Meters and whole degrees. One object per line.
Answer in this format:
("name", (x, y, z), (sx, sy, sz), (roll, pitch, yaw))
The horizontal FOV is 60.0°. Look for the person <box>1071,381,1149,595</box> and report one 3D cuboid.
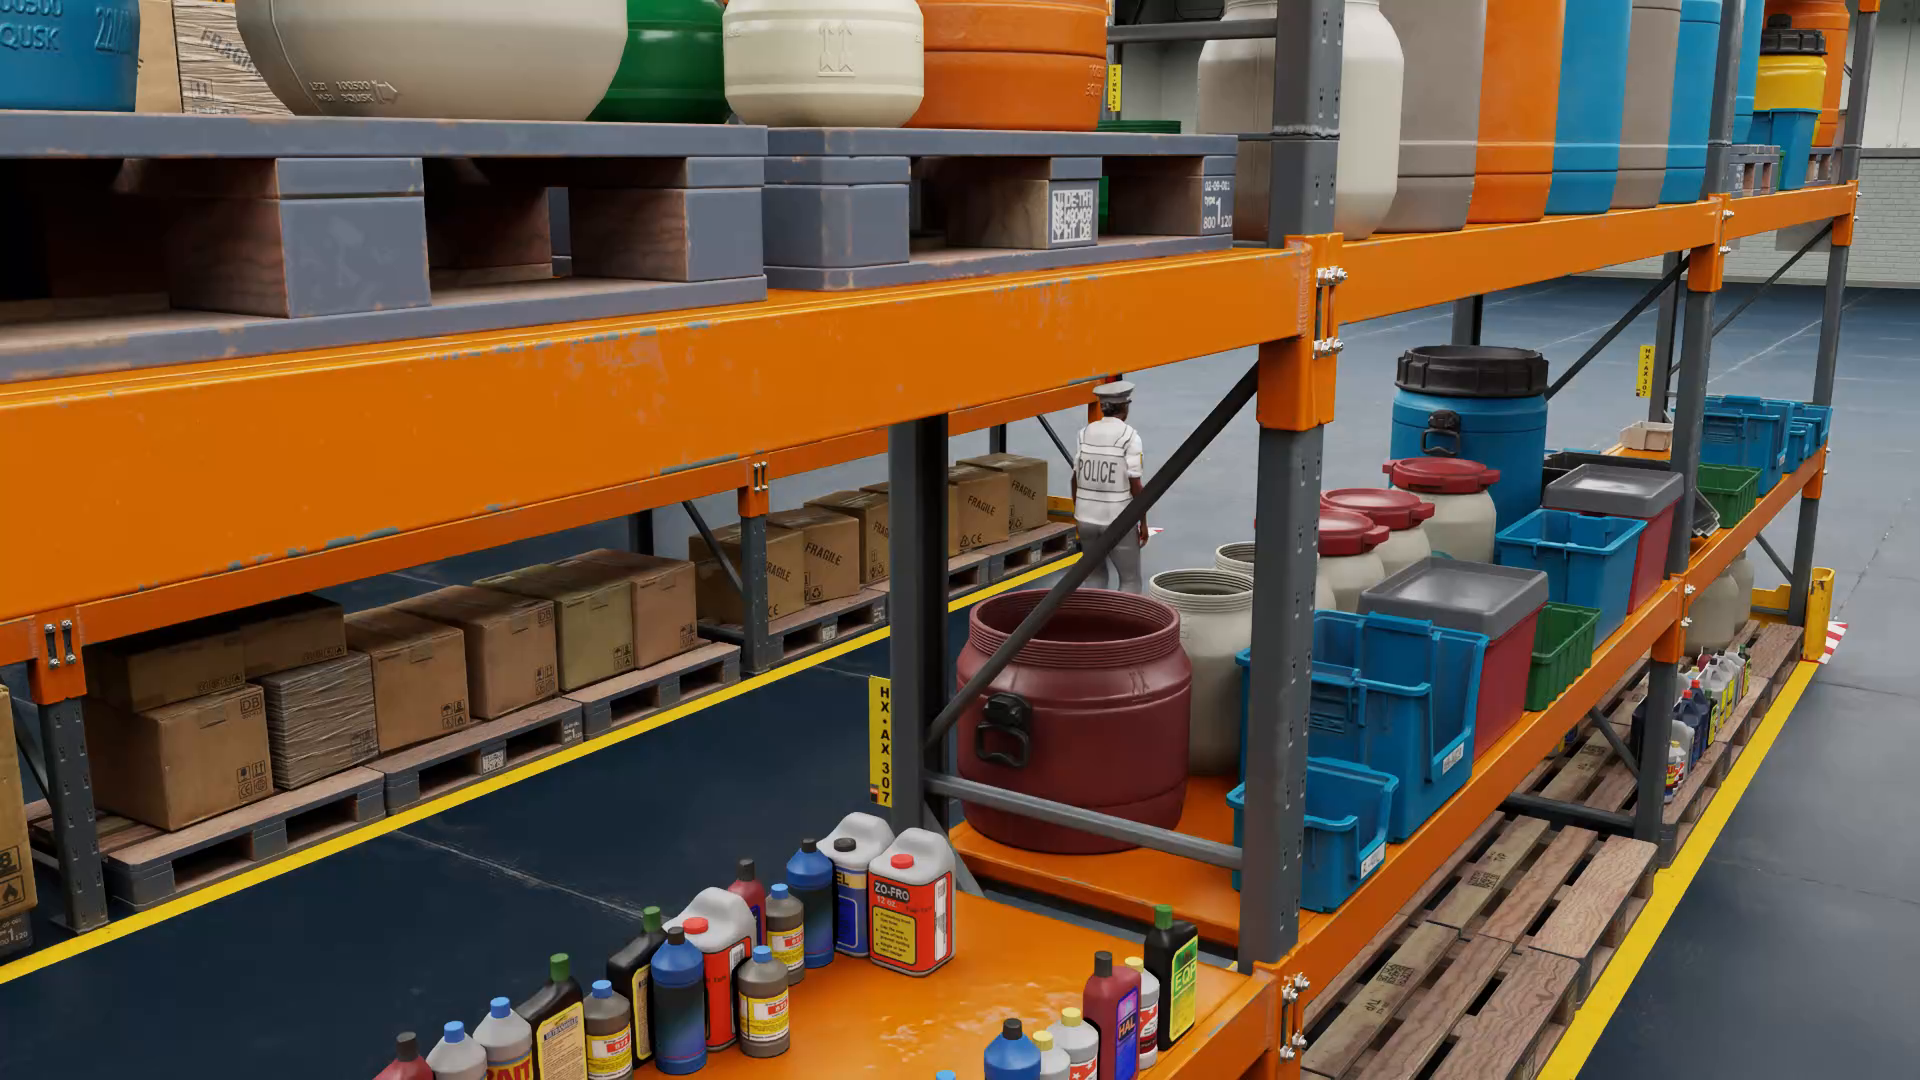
("person", (0.908, -0.106, 9.946), (0.503, 1.657, 0.420), (9, 16, 33))
